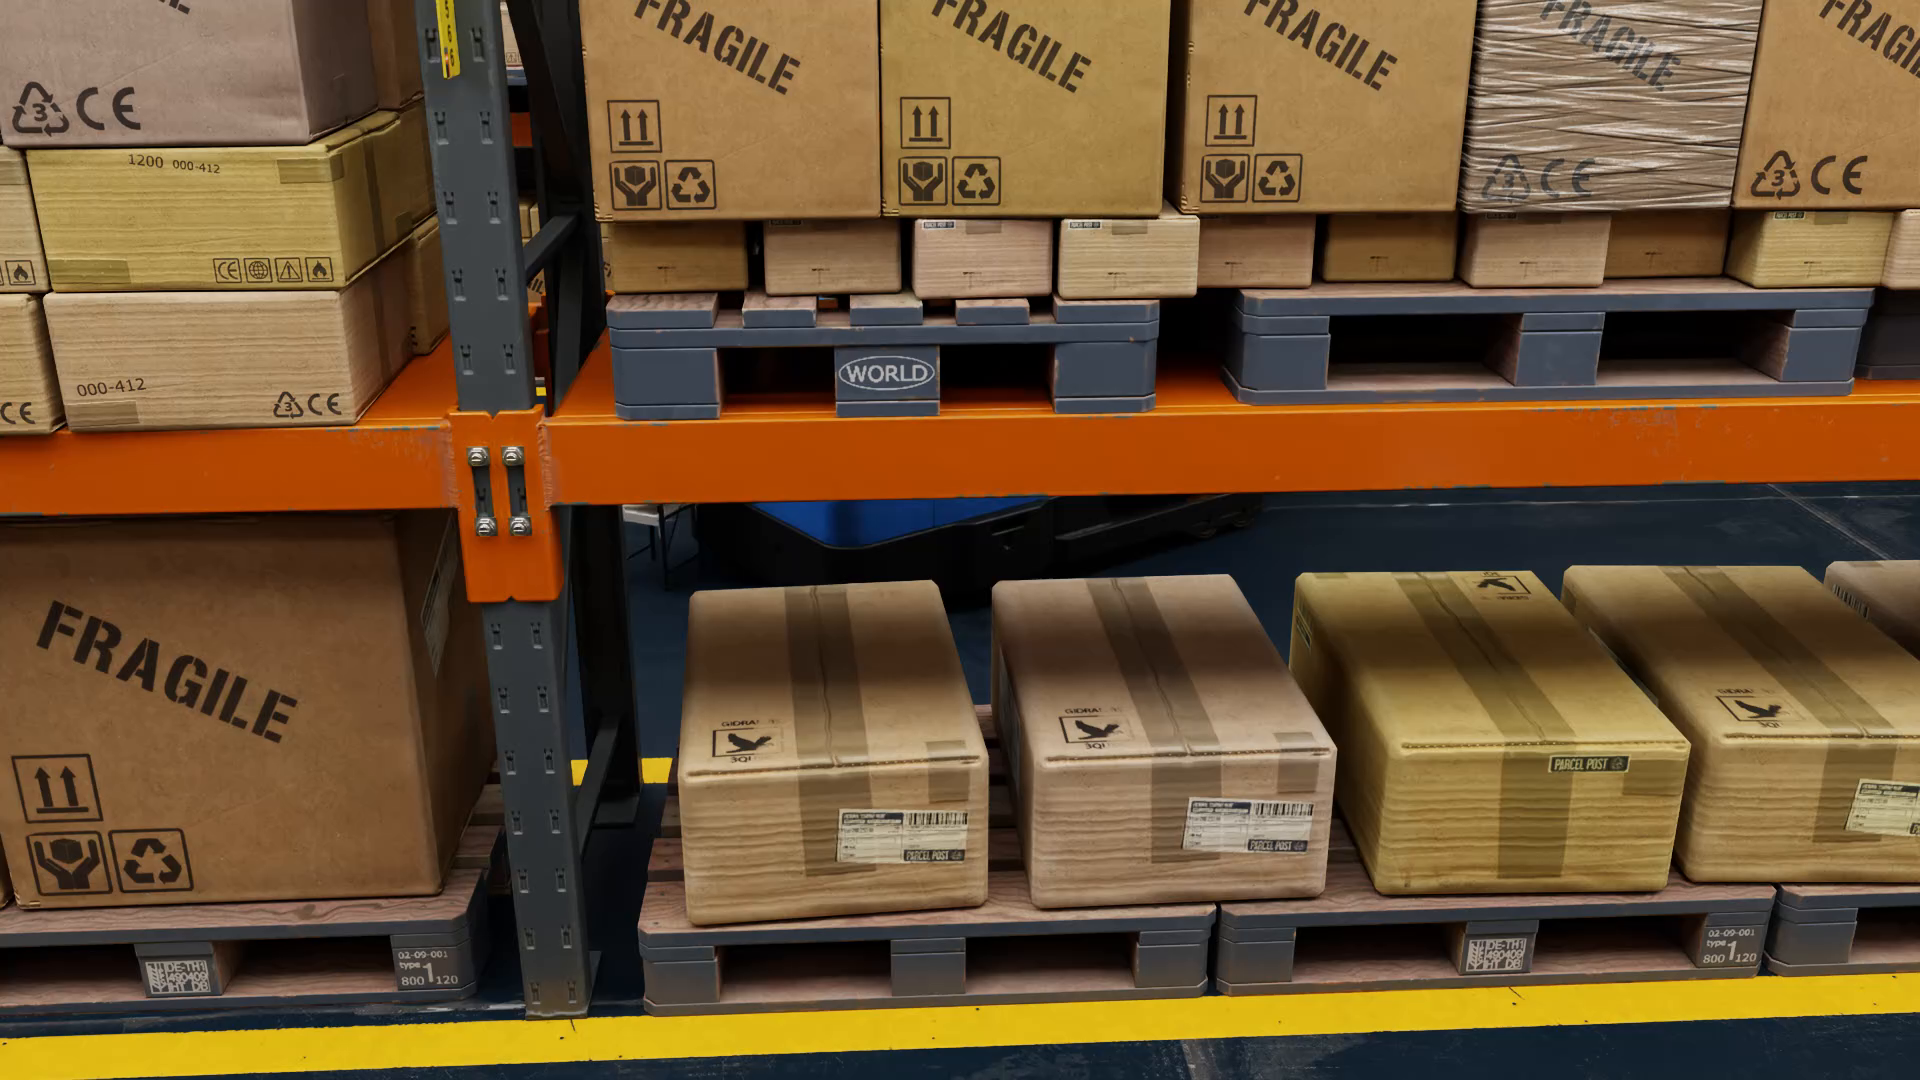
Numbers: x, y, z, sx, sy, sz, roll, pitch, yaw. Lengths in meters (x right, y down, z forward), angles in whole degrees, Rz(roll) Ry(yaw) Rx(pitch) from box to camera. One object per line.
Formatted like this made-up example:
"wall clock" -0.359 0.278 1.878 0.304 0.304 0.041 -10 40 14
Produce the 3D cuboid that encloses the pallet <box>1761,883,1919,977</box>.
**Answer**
"pallet" 2.343 0.664 4.081 1.213 0.211 1.003 -1 21 -3

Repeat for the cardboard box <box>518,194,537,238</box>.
"cardboard box" -2.175 -1.563 8.021 0.250 0.149 0.380 -2 21 -5

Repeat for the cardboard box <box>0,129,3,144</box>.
"cardboard box" -1.886 -0.972 2.912 0.500 0.500 0.500 -1 21 -2

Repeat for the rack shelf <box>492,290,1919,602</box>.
"rack shelf" 1.123 -0.279 3.649 4.000 0.370 1.077 -1 21 -3

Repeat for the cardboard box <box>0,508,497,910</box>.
"cardboard box" -1.568 0.207 3.758 0.875 0.875 0.875 -1 21 -4

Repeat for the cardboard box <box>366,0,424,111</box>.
"cardboard box" -1.380 -1.165 3.420 0.500 0.500 0.500 -2 21 -5

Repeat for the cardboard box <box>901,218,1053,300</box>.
"cardboard box" 0.022 -0.577 3.183 0.250 0.149 0.380 -3 21 -7

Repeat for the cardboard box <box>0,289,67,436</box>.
"cardboard box" -1.873 -0.386 3.129 0.500 0.250 0.500 -1 21 -2

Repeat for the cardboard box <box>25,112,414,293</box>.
"cardboard box" -1.343 -0.638 3.089 0.500 0.250 0.500 -1 21 -3

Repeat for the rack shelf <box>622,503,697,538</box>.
"rack shelf" -1.045 -0.097 5.711 0.200 0.077 0.258 9 23 23

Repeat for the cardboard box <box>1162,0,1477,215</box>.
"cardboard box" 0.639 -0.910 3.146 0.500 0.500 0.500 -1 21 -2

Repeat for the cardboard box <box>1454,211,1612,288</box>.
"cardboard box" 1.078 -0.609 3.269 0.250 0.149 0.380 -1 21 -1

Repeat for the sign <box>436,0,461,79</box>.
"sign" -0.839 -0.918 2.690 0.005 0.325 0.100 -1 21 -3

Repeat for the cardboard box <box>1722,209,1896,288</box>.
"cardboard box" 1.603 -0.610 3.271 0.250 0.149 0.380 -1 21 -3

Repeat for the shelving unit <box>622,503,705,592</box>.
"shelving unit" -1.045 -0.297 5.635 0.210 0.900 0.258 9 23 23

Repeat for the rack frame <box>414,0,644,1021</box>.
"rack frame" -0.874 -0.574 3.414 0.127 3.000 1.000 -1 21 -3

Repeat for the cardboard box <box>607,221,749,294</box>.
"cardboard box" -0.538 -0.594 3.228 0.250 0.149 0.380 -2 21 -6

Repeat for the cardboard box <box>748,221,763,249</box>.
"cardboard box" -0.560 -0.743 3.621 0.250 0.149 0.380 0 21 -1

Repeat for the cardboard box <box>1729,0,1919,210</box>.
"cardboard box" 1.661 -0.928 3.194 0.500 0.500 0.500 0 21 -1

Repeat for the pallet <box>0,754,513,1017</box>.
"pallet" -1.665 0.718 3.938 1.213 0.211 1.003 -1 21 -3

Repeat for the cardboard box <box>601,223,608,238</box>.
"cardboard box" -1.639 -1.569 8.037 0.250 0.149 0.380 -2 21 -6

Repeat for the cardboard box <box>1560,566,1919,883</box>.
"cardboard box" 1.879 0.404 3.948 0.625 0.372 0.950 0 21 0

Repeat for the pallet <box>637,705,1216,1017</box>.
"pallet" -0.093 0.713 3.950 1.213 0.211 1.003 -1 21 -3

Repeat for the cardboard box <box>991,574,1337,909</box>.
"cardboard box" 0.427 0.432 3.874 0.625 0.372 0.950 -2 21 -4

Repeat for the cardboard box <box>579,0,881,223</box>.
"cardboard box" -0.411 -0.883 3.077 0.500 0.500 0.500 -2 21 -5

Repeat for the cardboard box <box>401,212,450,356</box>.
"cardboard box" -1.376 -0.584 3.649 0.500 0.250 0.500 -2 21 -4

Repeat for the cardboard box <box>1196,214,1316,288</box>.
"cardboard box" 0.534 -0.608 3.264 0.250 0.149 0.380 0 21 0

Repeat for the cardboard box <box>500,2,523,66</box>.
"cardboard box" -2.195 -2.327 7.639 0.500 0.250 0.500 -2 21 -6

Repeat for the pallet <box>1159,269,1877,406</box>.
"pallet" 1.100 -0.540 3.592 1.213 0.211 1.003 -1 21 -3

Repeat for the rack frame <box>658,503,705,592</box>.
"rack frame" -0.953 -0.281 5.595 0.006 0.900 0.240 9 23 23

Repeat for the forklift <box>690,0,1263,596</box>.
"forklift" 0.518 -1.510 5.968 3.031 2.935 1.130 -15 26 -34

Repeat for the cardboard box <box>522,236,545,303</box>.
"cardboard box" -2.071 -1.274 8.175 0.500 0.500 0.500 -1 21 -4
